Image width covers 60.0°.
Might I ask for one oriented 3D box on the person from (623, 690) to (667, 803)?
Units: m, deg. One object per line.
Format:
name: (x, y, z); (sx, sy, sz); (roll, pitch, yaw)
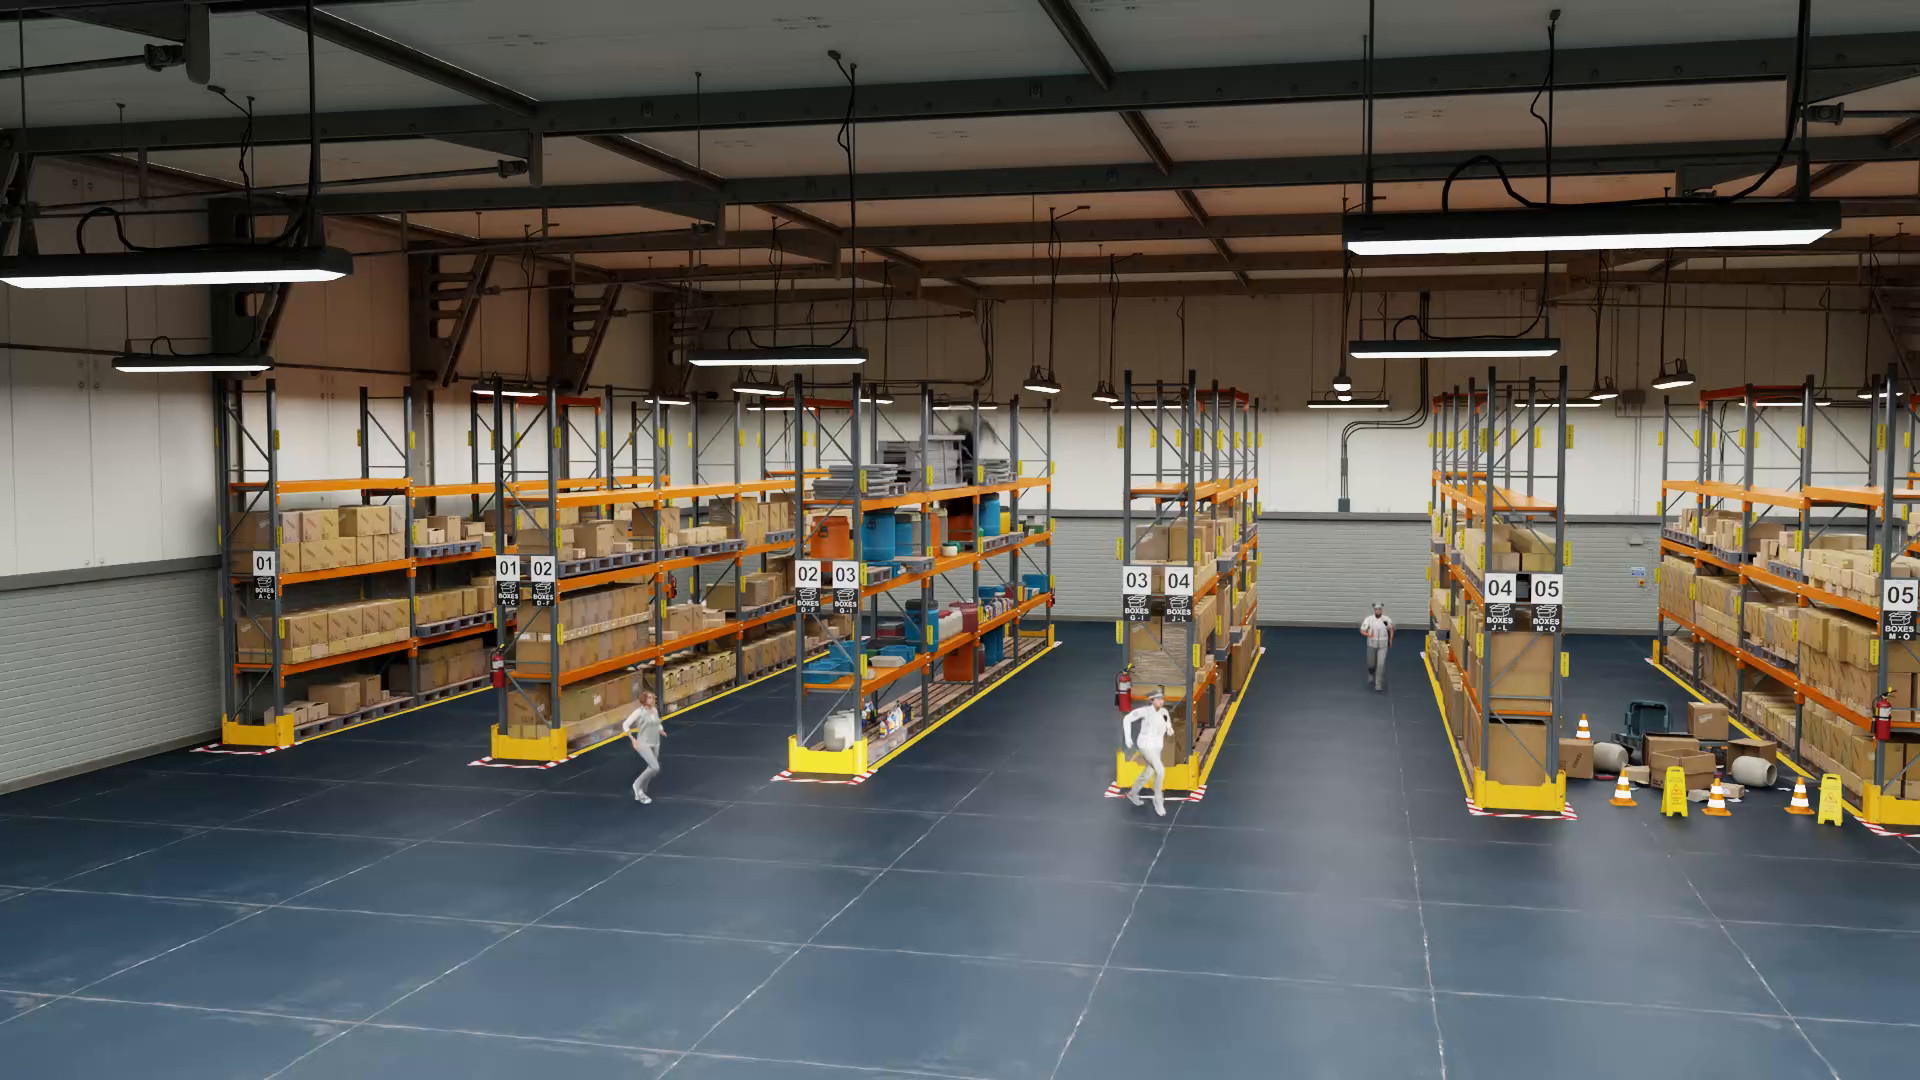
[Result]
person: (-4.264, 2.840, 22.809); (0.591, 1.561, 0.525); (2, 4, 33)

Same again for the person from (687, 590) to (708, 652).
person: (-5.932, 1.932, 37.391); (0.600, 1.689, 0.898); (1, 4, 18)

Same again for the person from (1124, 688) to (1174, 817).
person: (2.540, 2.824, 22.350); (0.636, 1.719, 0.822); (-2, 4, -36)

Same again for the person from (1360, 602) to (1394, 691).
person: (8.396, 2.114, 33.446); (0.676, 1.749, 0.817); (1, 3, 10)
